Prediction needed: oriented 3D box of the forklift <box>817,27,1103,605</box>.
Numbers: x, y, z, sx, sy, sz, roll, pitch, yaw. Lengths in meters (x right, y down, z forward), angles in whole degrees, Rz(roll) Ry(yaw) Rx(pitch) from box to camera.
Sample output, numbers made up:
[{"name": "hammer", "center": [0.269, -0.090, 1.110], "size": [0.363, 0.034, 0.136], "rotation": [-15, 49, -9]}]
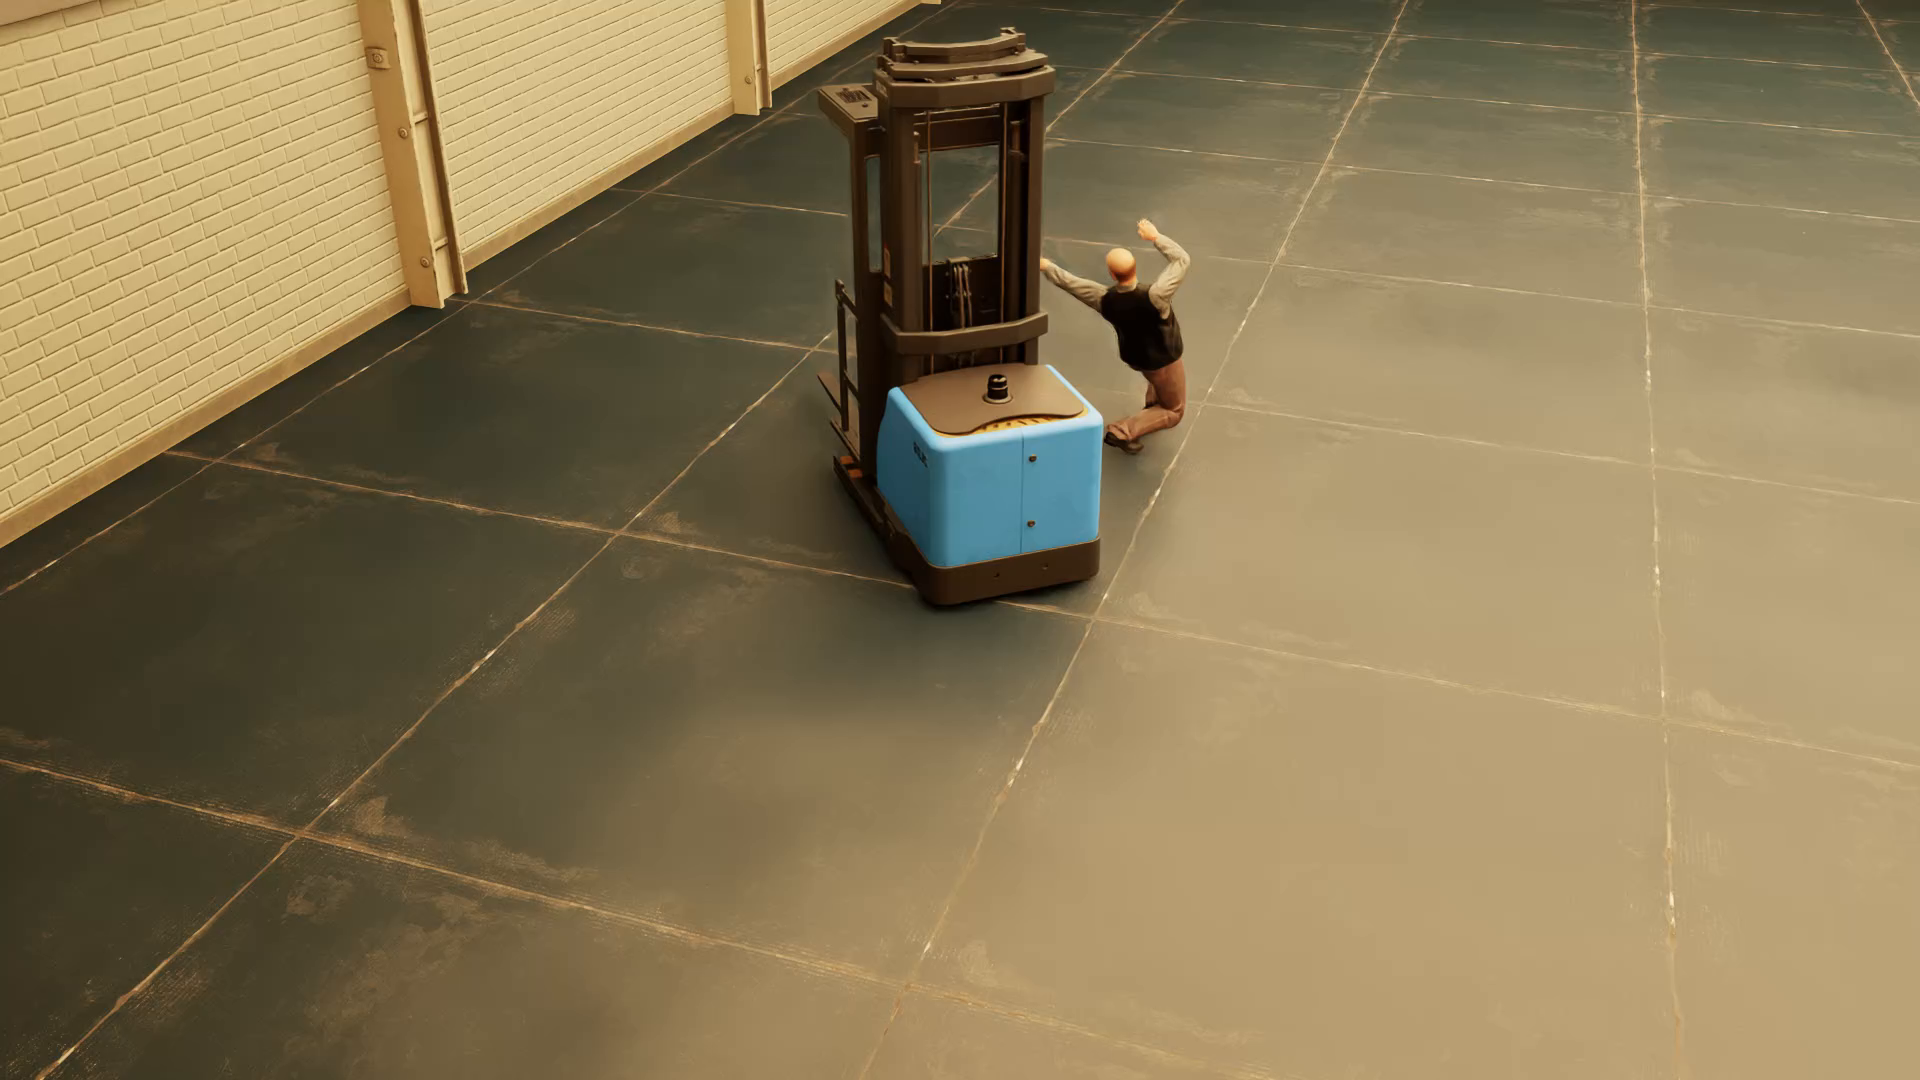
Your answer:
[{"name": "forklift", "center": [-0.174, -1.623, 9.984], "size": [1.130, 2.935, 3.031], "rotation": [-10, 31, -17]}]

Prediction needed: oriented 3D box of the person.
[{"name": "person", "center": [1.086, -1.421, 11.085], "size": [0.872, 1.540, 1.064], "rotation": [-24, 38, -36]}]
